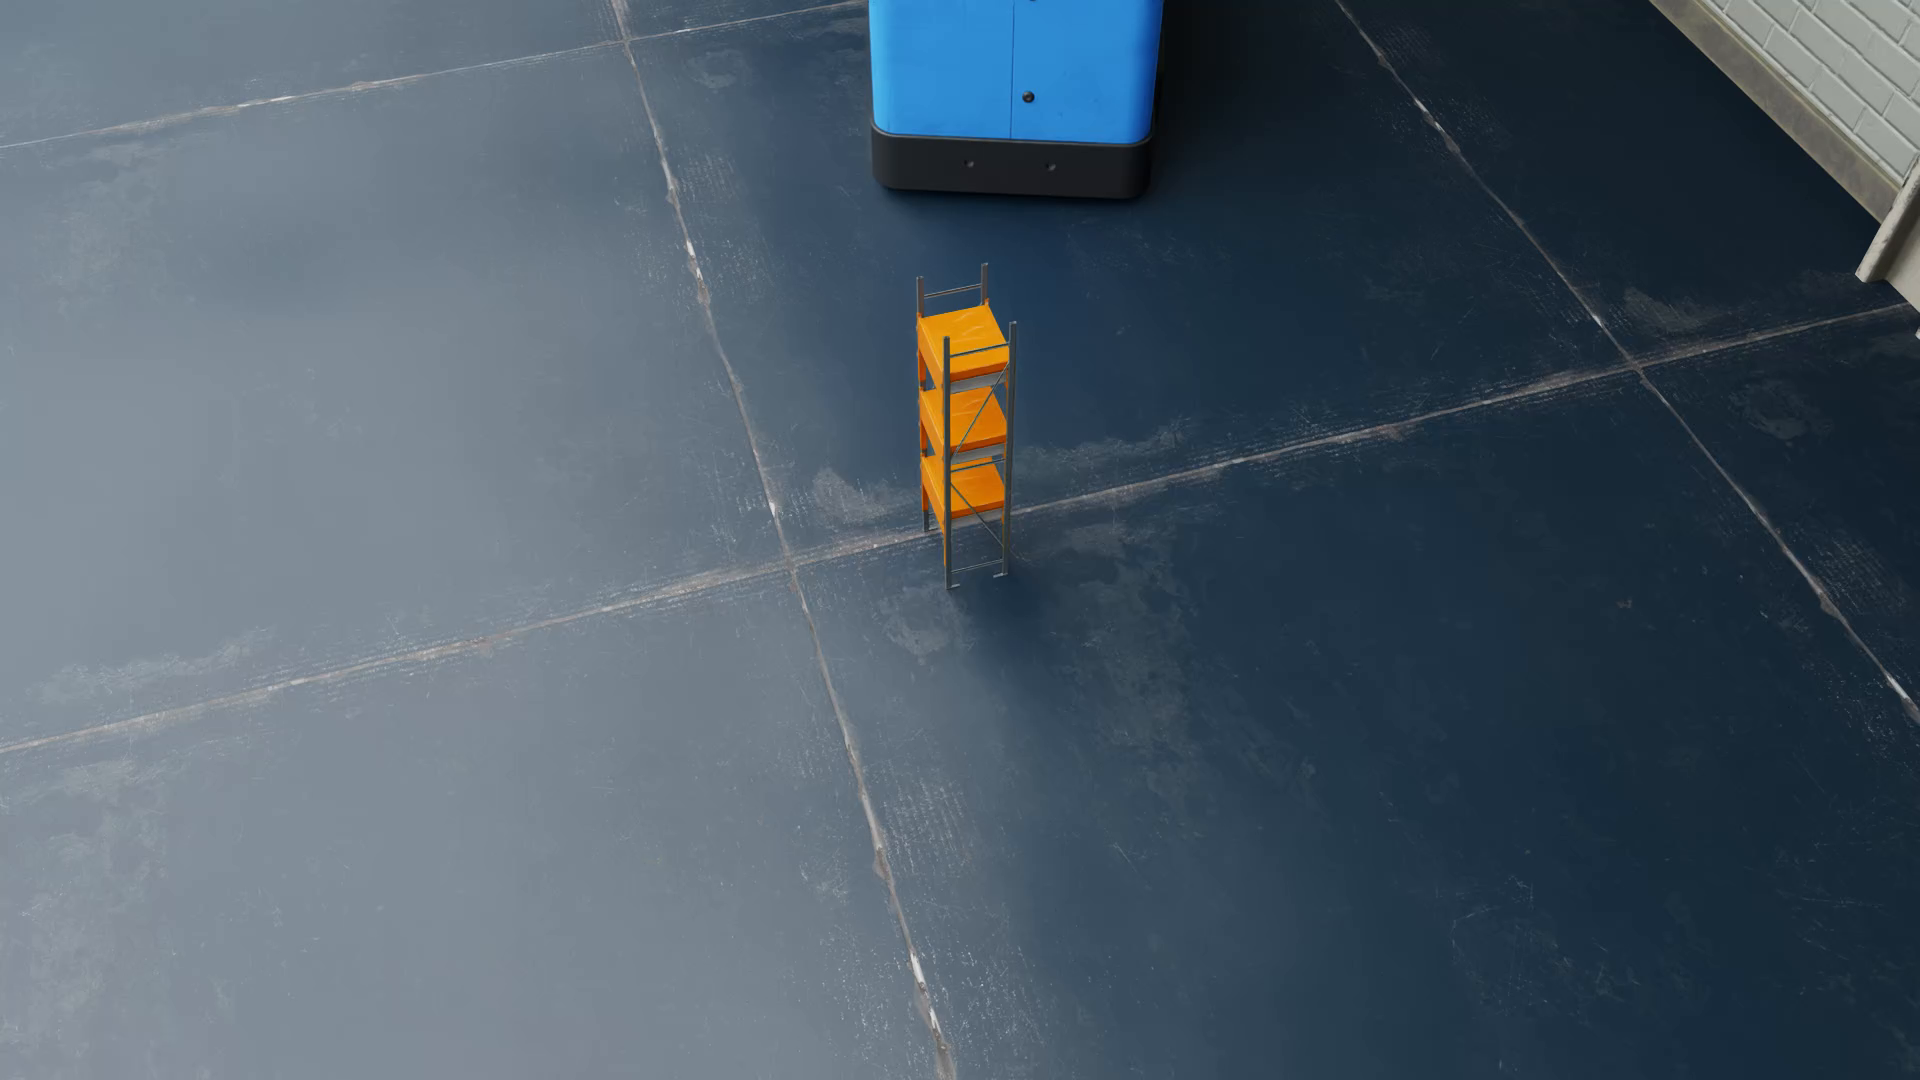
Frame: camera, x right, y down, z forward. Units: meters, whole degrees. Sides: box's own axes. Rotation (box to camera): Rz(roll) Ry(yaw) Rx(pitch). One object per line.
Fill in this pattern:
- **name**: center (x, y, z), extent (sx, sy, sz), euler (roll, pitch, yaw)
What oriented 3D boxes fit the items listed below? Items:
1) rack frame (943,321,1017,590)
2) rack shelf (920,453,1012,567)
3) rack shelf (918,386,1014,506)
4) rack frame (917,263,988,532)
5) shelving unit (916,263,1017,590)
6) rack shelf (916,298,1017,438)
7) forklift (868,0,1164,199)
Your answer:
- **rack frame**: center (0.052, -0.210, 4.741), extent (0.200, 1.050, 0.008), euler (-13, 51, -11)
- **rack shelf**: center (0.016, -0.113, 5.036), extent (0.215, 0.259, 0.240), euler (-13, 51, -11)
- **rack shelf**: center (0.016, -0.292, 4.824), extent (0.215, 0.259, 0.240), euler (-13, 51, -11)
- **rack frame**: center (-0.020, -0.388, 4.891), extent (0.200, 1.050, 0.008), euler (-13, 51, -11)
- **shelving unit**: center (0.016, -0.299, 4.816), extent (0.215, 1.050, 0.252), euler (-13, 51, -11)
- **rack shelf**: center (0.016, -0.475, 4.607), extent (0.215, 0.259, 0.240), euler (-13, 51, -11)
- **forklift**: center (0.291, -3.353, 6.160), extent (1.130, 2.935, 3.031), euler (3, 50, 3)
